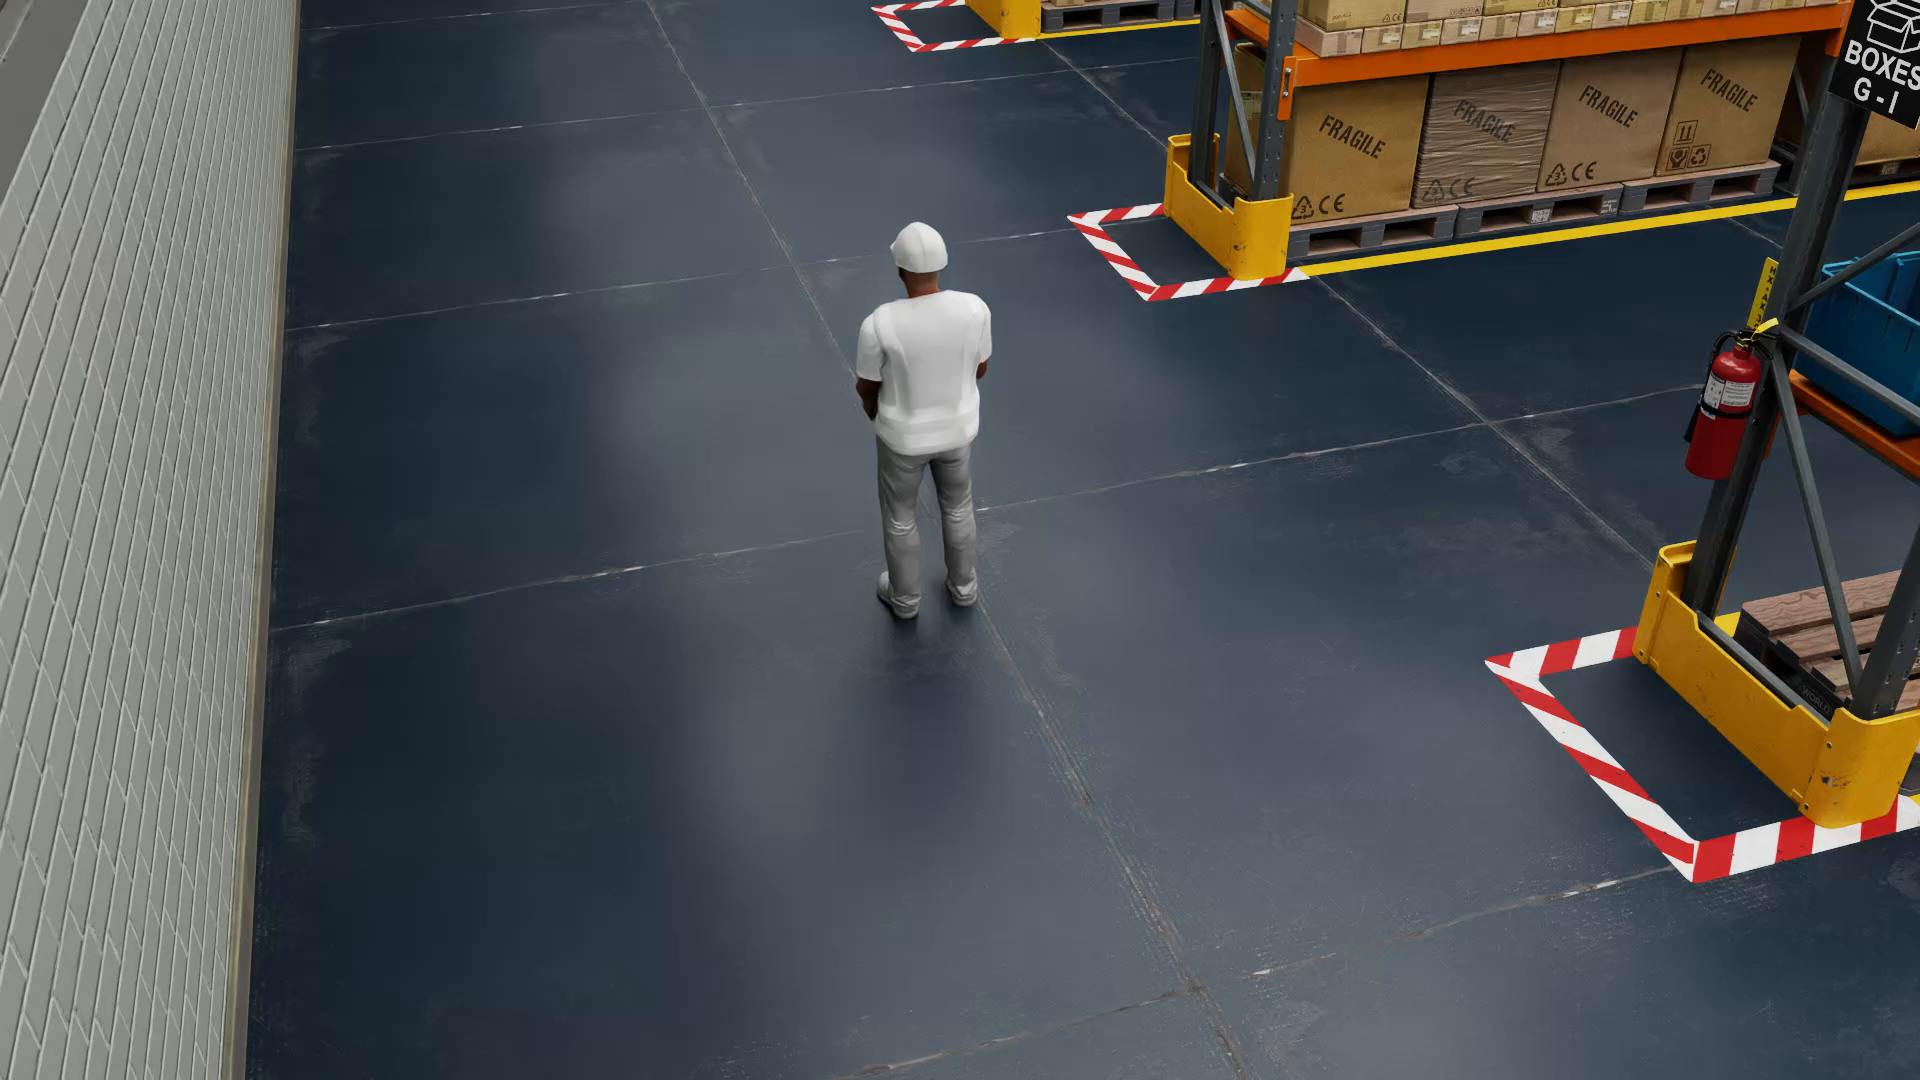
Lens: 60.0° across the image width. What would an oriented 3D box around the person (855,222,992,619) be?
[{"bbox_3d":[-0.163,-0.490,6.853,0.562,1.768,0.509,-10,35,-15],"label":"person"}]
